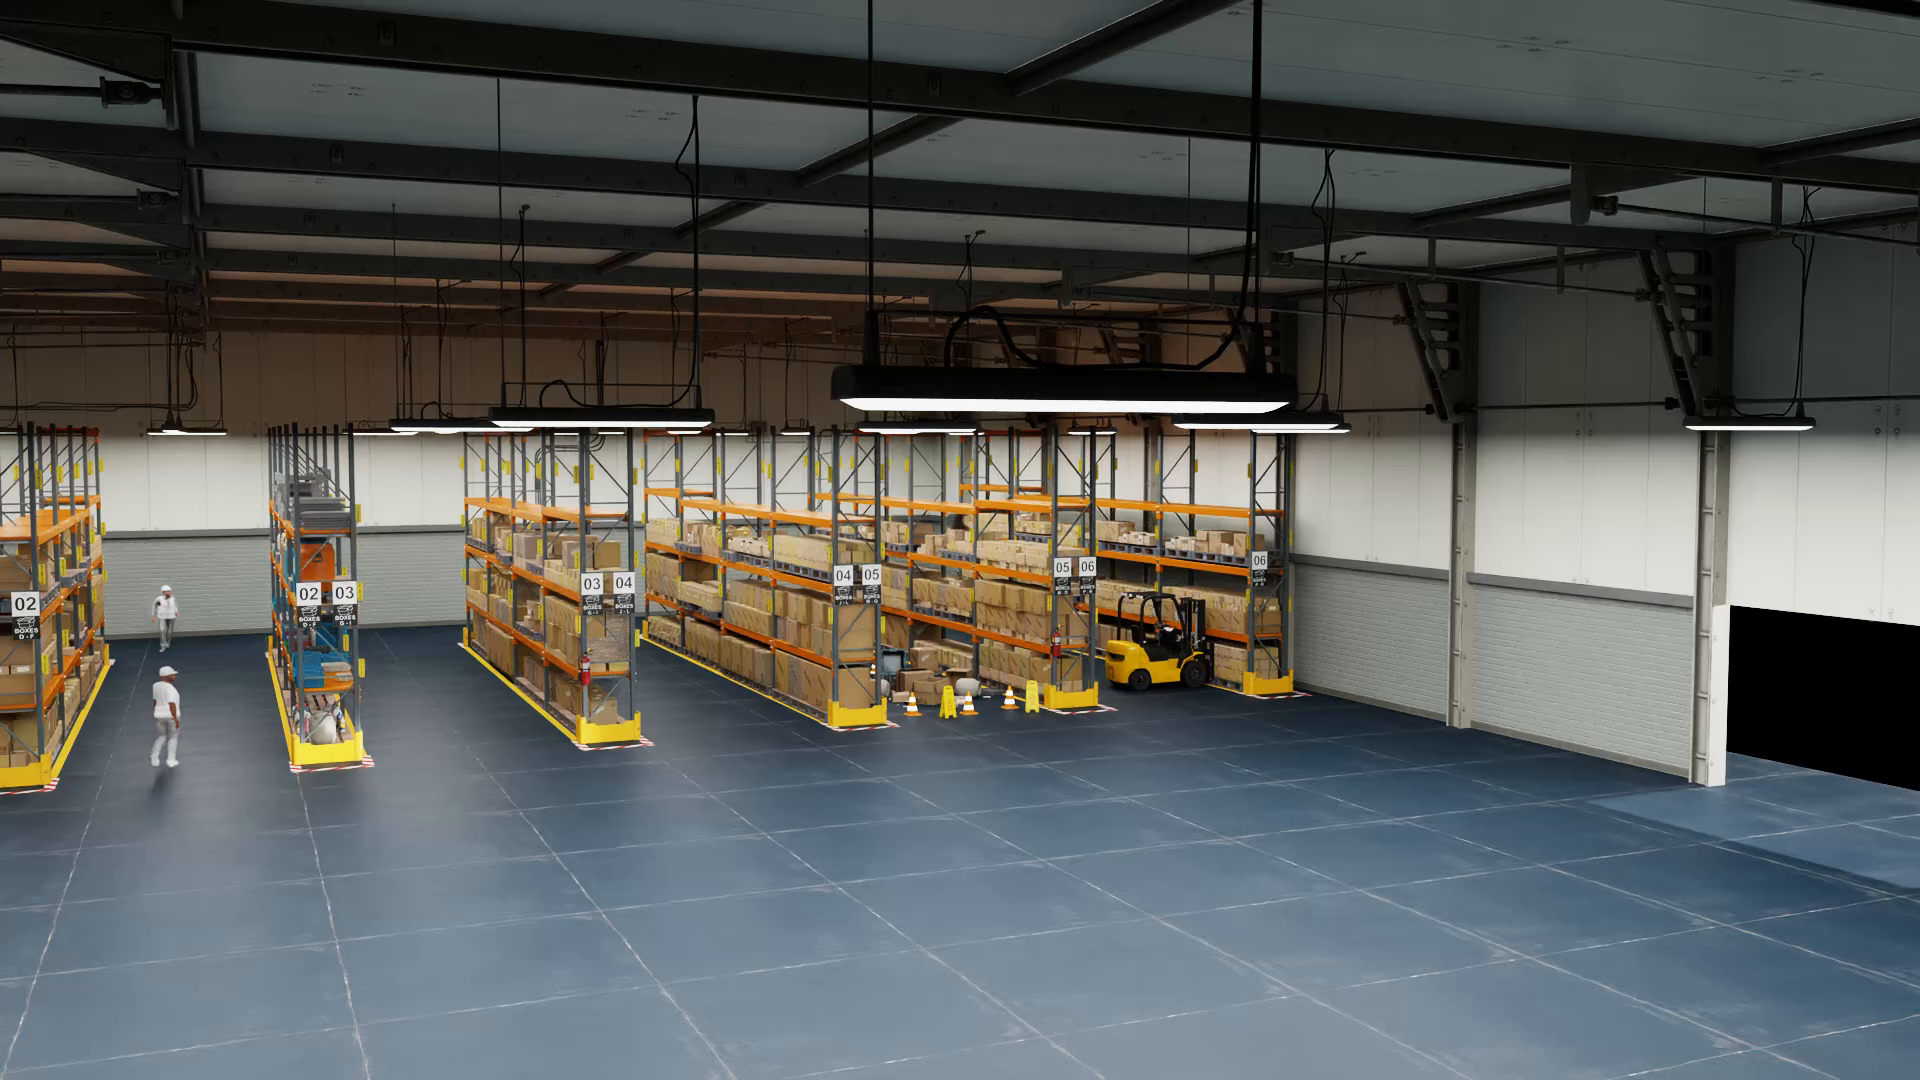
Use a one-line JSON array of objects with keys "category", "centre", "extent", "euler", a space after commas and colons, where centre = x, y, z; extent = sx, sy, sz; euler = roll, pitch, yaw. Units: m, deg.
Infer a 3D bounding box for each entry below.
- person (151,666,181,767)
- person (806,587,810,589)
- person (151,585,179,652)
[{"category": "person", "centre": [-13.777, 3.069, 28.801], "extent": [0.536, 1.759, 0.618], "euler": [0, 3, 5]}, {"category": "person", "centre": [-4.155, 2.068, 46.002], "extent": [0.330, 1.691, 0.551], "euler": [-3, 5, -45]}, {"category": "person", "centre": [-21.526, 2.129, 45.026], "extent": [0.660, 1.795, 0.901], "euler": [-2, 4, -27]}]
